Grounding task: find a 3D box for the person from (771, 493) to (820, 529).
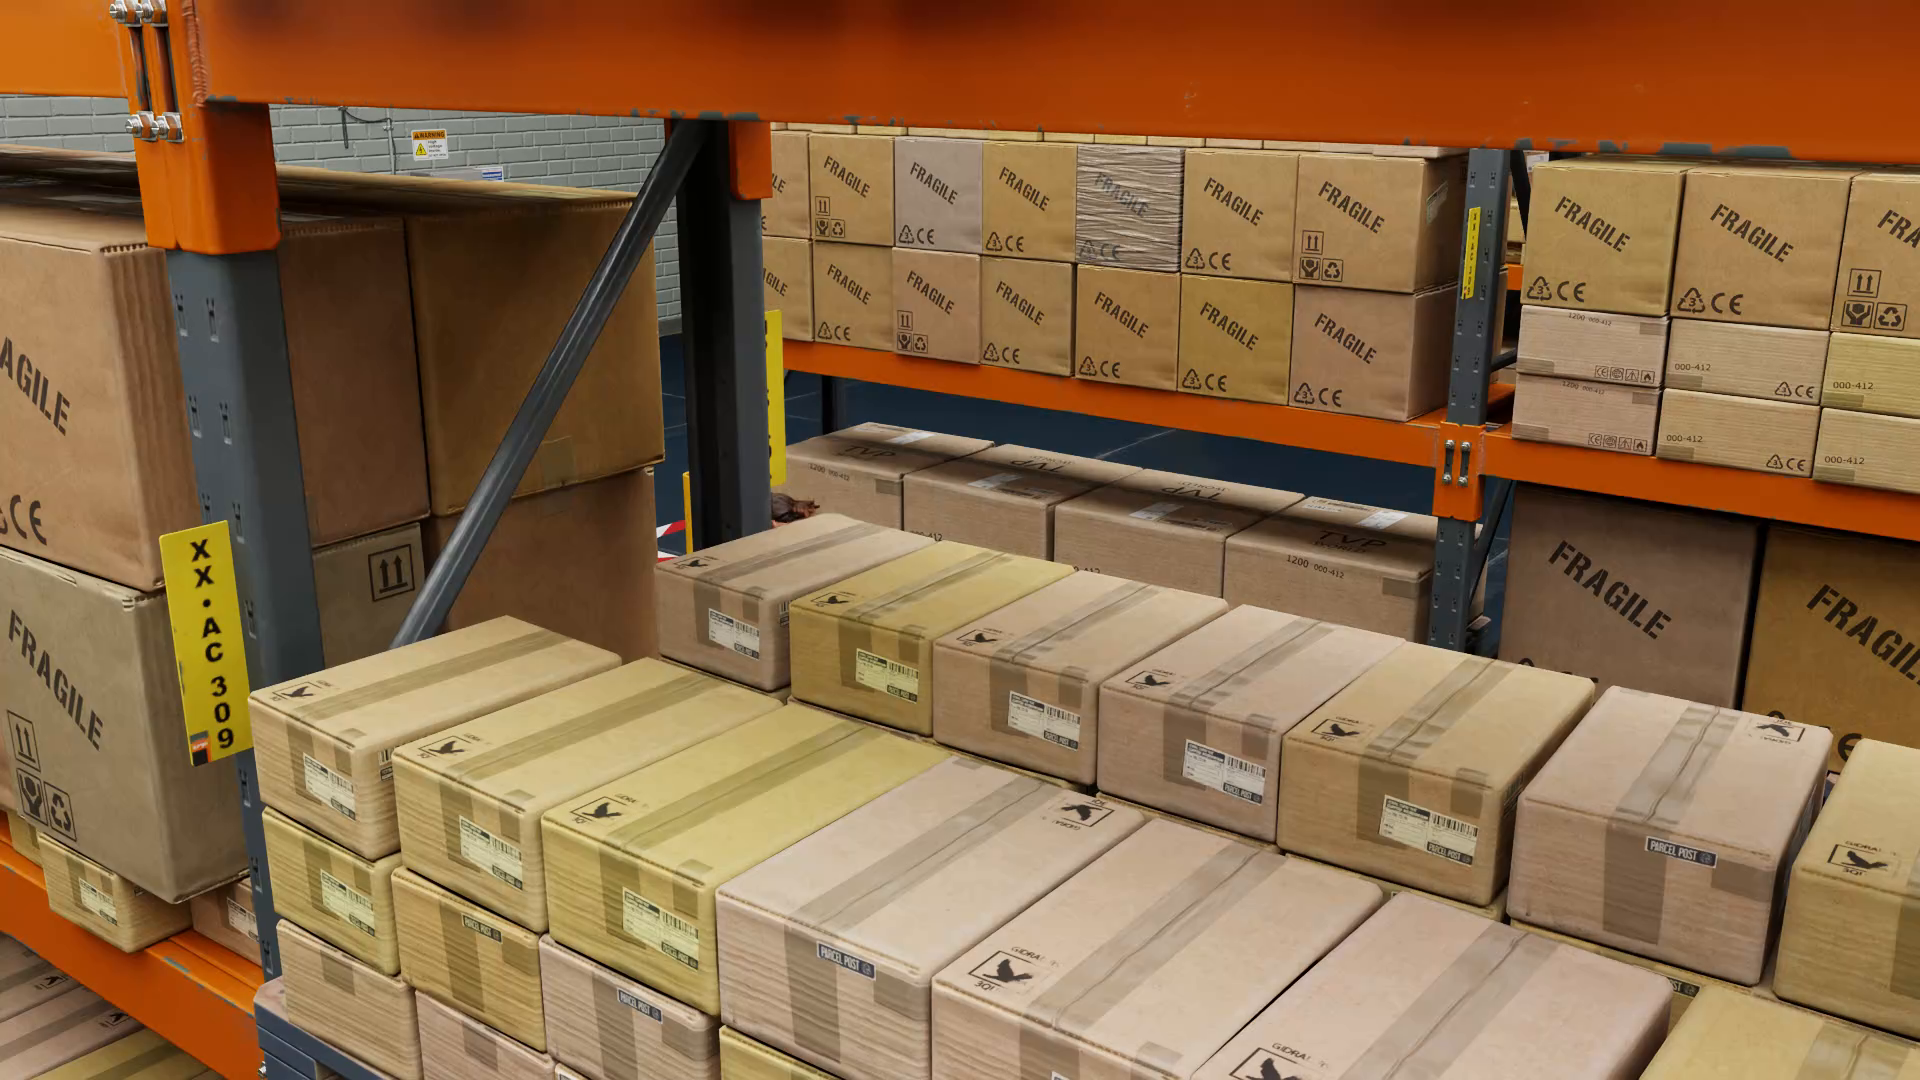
[{"bbox_3d":[-0.545,0.226,7.312,0.805,0.807,0.469,13,21,36],"label":"person"}]
